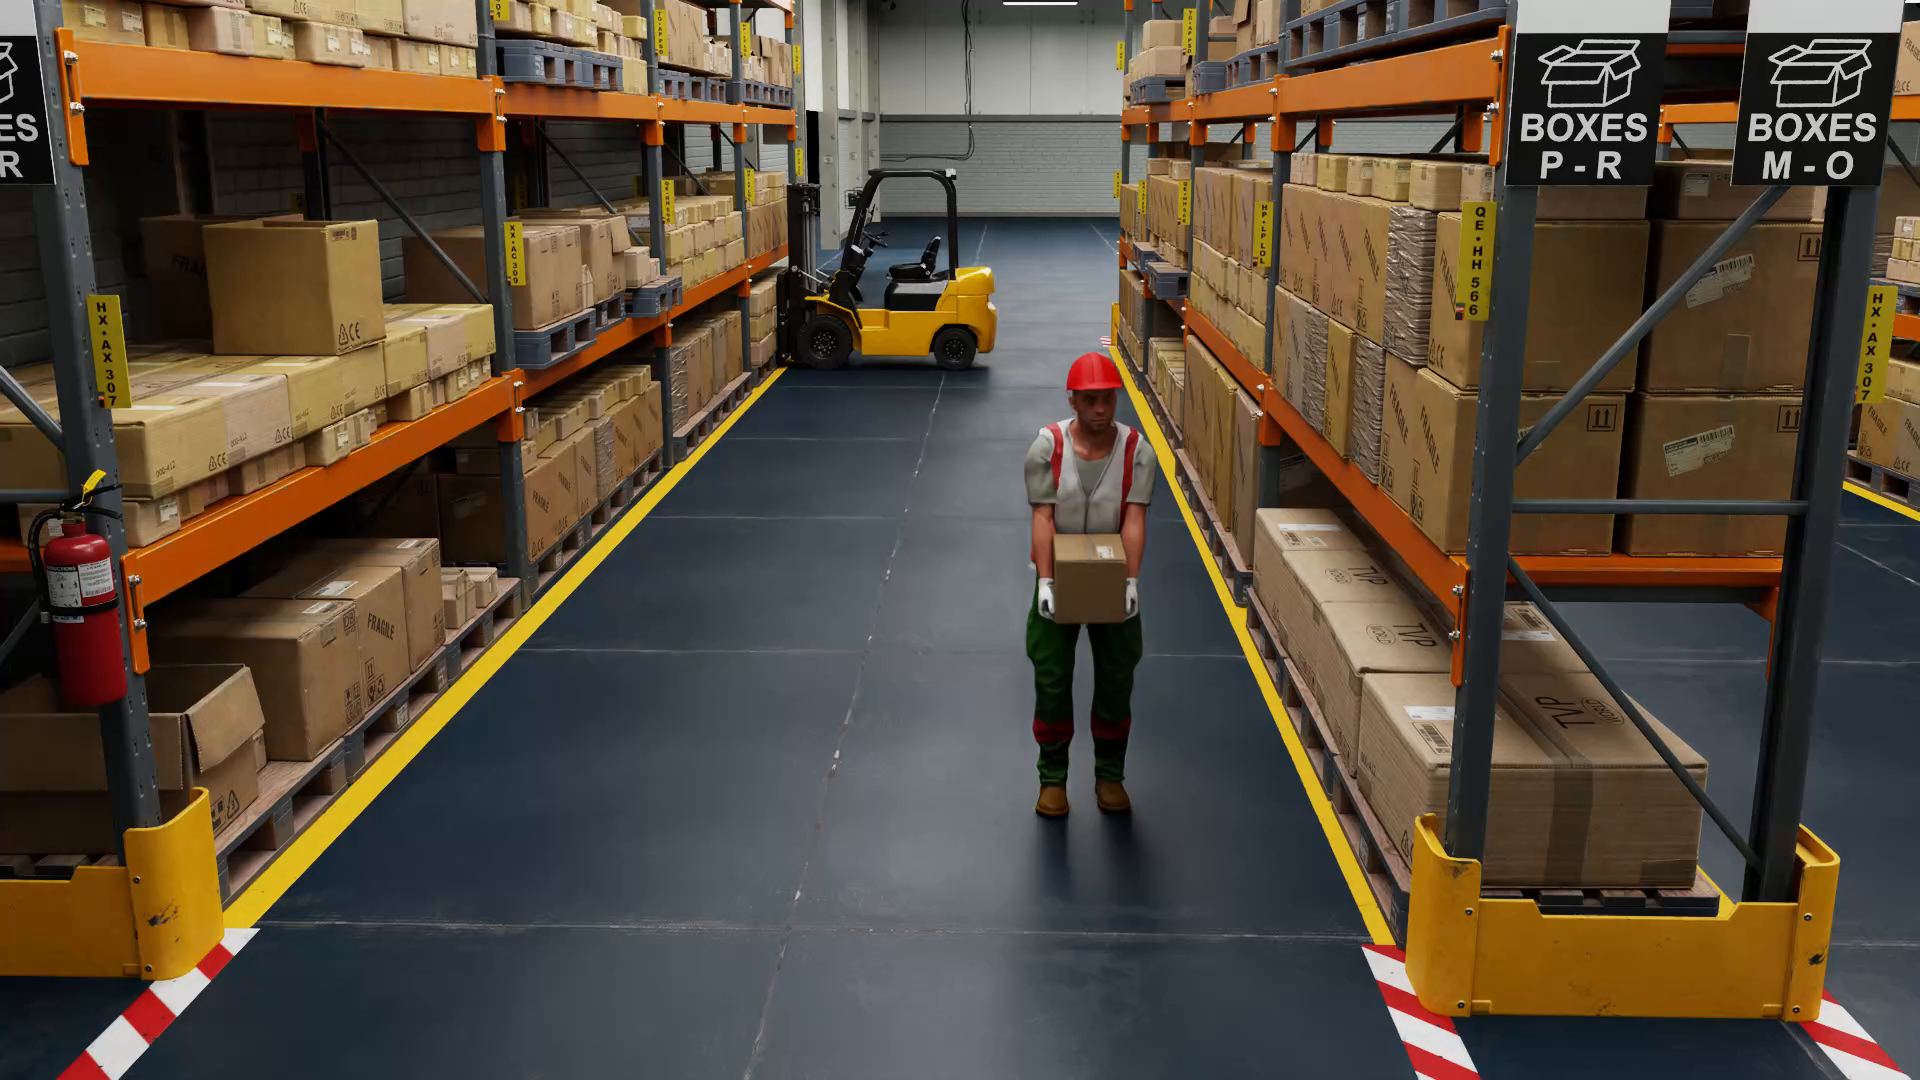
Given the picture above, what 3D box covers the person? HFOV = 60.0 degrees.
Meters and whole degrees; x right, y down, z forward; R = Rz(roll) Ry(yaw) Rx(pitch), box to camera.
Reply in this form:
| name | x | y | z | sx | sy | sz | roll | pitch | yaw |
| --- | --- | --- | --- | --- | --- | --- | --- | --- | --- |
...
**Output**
| name | x | y | z | sx | sy | sz | roll | pitch | yaw |
| --- | --- | --- | --- | --- | --- | --- | --- | --- | --- |
| person | 0.484 | 0.179 | 6.251 | 0.493 | 1.770 | 0.576 | 0 | 14 | 0 |
